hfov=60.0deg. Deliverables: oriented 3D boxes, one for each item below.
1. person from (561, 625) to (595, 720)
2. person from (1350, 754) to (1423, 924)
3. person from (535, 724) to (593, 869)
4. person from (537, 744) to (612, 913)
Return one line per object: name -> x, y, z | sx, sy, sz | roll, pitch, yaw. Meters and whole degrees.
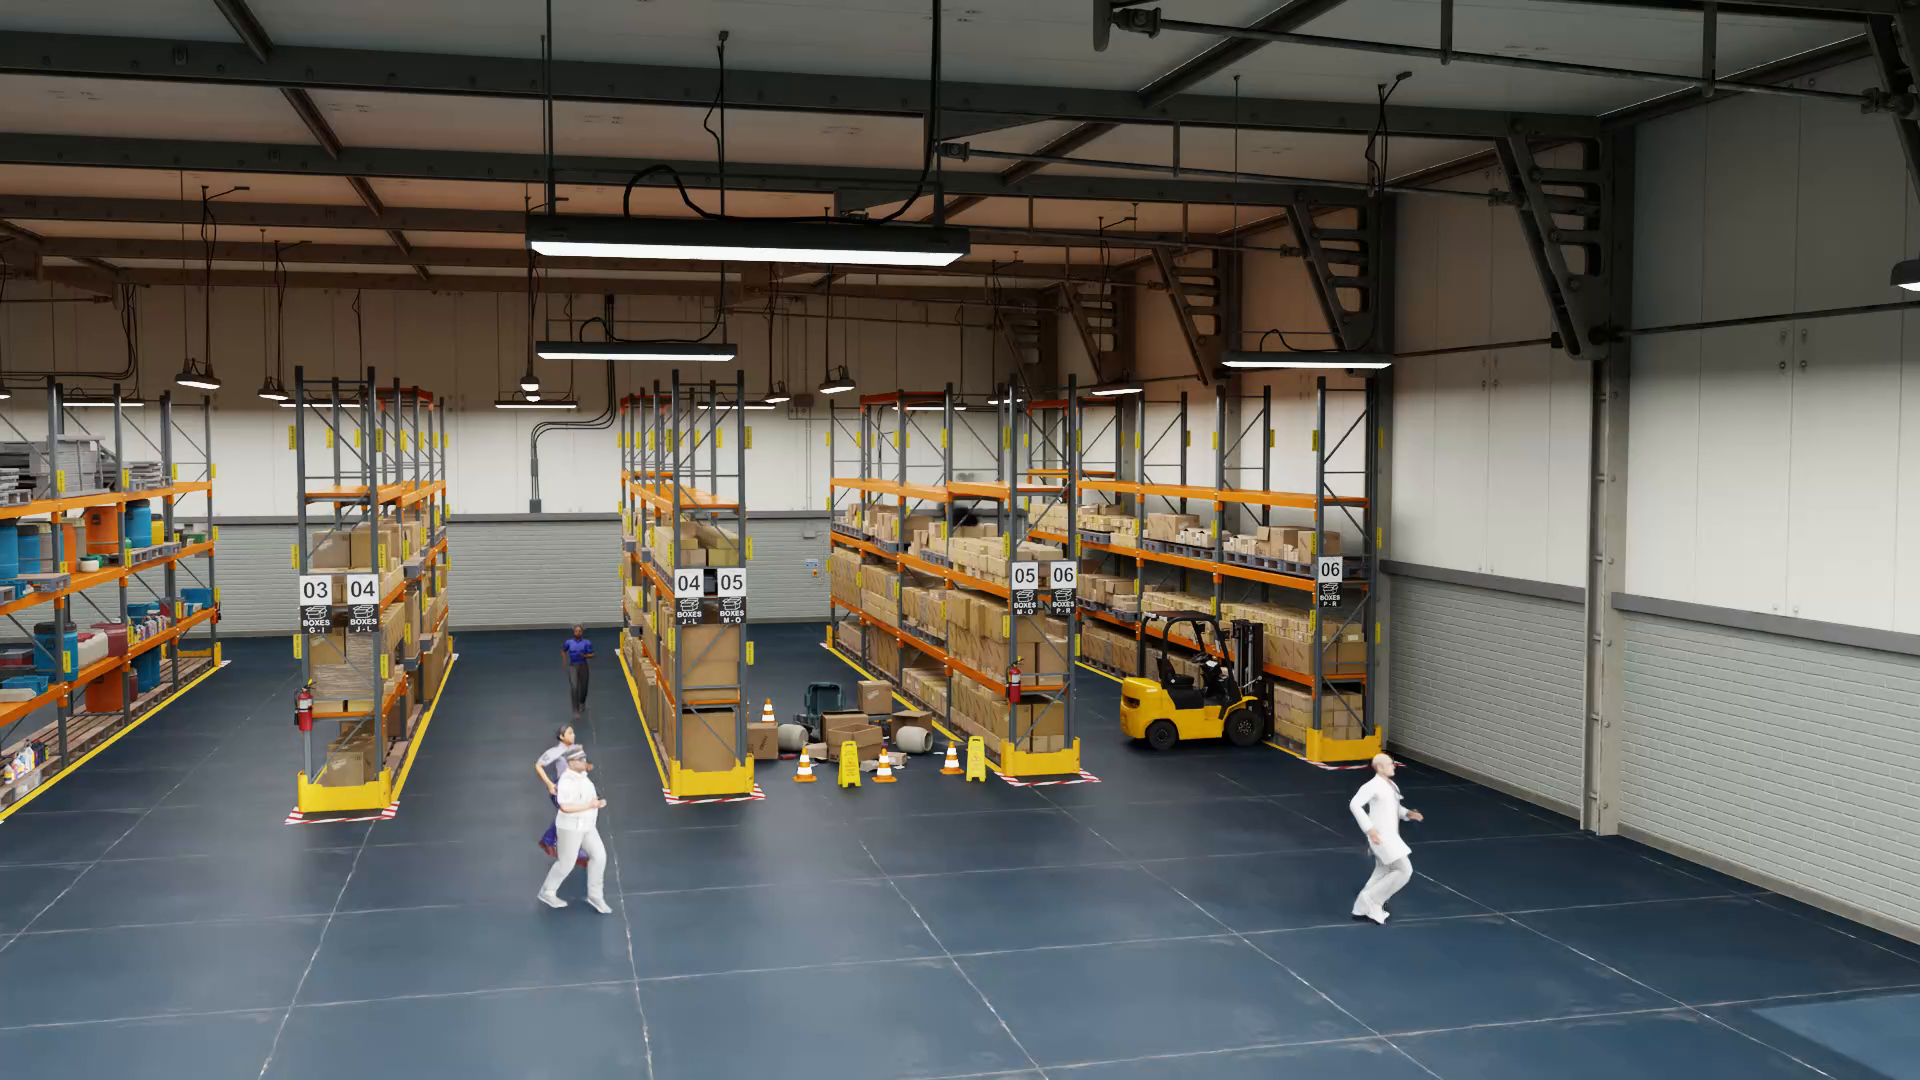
person -> -6.901, 2.359, 30.072 | 0.574, 1.644, 0.941 | -1, 4, -17
person -> 4.422, 3.088, 17.212 | 0.712, 1.747, 0.680 | 2, 4, 27
person -> -4.624, 2.997, 19.564 | 0.877, 1.671, 0.594 | 1, 4, 19
person -> -4.083, 3.077, 17.600 | 0.819, 1.848, 0.643 | 1, 4, 16
